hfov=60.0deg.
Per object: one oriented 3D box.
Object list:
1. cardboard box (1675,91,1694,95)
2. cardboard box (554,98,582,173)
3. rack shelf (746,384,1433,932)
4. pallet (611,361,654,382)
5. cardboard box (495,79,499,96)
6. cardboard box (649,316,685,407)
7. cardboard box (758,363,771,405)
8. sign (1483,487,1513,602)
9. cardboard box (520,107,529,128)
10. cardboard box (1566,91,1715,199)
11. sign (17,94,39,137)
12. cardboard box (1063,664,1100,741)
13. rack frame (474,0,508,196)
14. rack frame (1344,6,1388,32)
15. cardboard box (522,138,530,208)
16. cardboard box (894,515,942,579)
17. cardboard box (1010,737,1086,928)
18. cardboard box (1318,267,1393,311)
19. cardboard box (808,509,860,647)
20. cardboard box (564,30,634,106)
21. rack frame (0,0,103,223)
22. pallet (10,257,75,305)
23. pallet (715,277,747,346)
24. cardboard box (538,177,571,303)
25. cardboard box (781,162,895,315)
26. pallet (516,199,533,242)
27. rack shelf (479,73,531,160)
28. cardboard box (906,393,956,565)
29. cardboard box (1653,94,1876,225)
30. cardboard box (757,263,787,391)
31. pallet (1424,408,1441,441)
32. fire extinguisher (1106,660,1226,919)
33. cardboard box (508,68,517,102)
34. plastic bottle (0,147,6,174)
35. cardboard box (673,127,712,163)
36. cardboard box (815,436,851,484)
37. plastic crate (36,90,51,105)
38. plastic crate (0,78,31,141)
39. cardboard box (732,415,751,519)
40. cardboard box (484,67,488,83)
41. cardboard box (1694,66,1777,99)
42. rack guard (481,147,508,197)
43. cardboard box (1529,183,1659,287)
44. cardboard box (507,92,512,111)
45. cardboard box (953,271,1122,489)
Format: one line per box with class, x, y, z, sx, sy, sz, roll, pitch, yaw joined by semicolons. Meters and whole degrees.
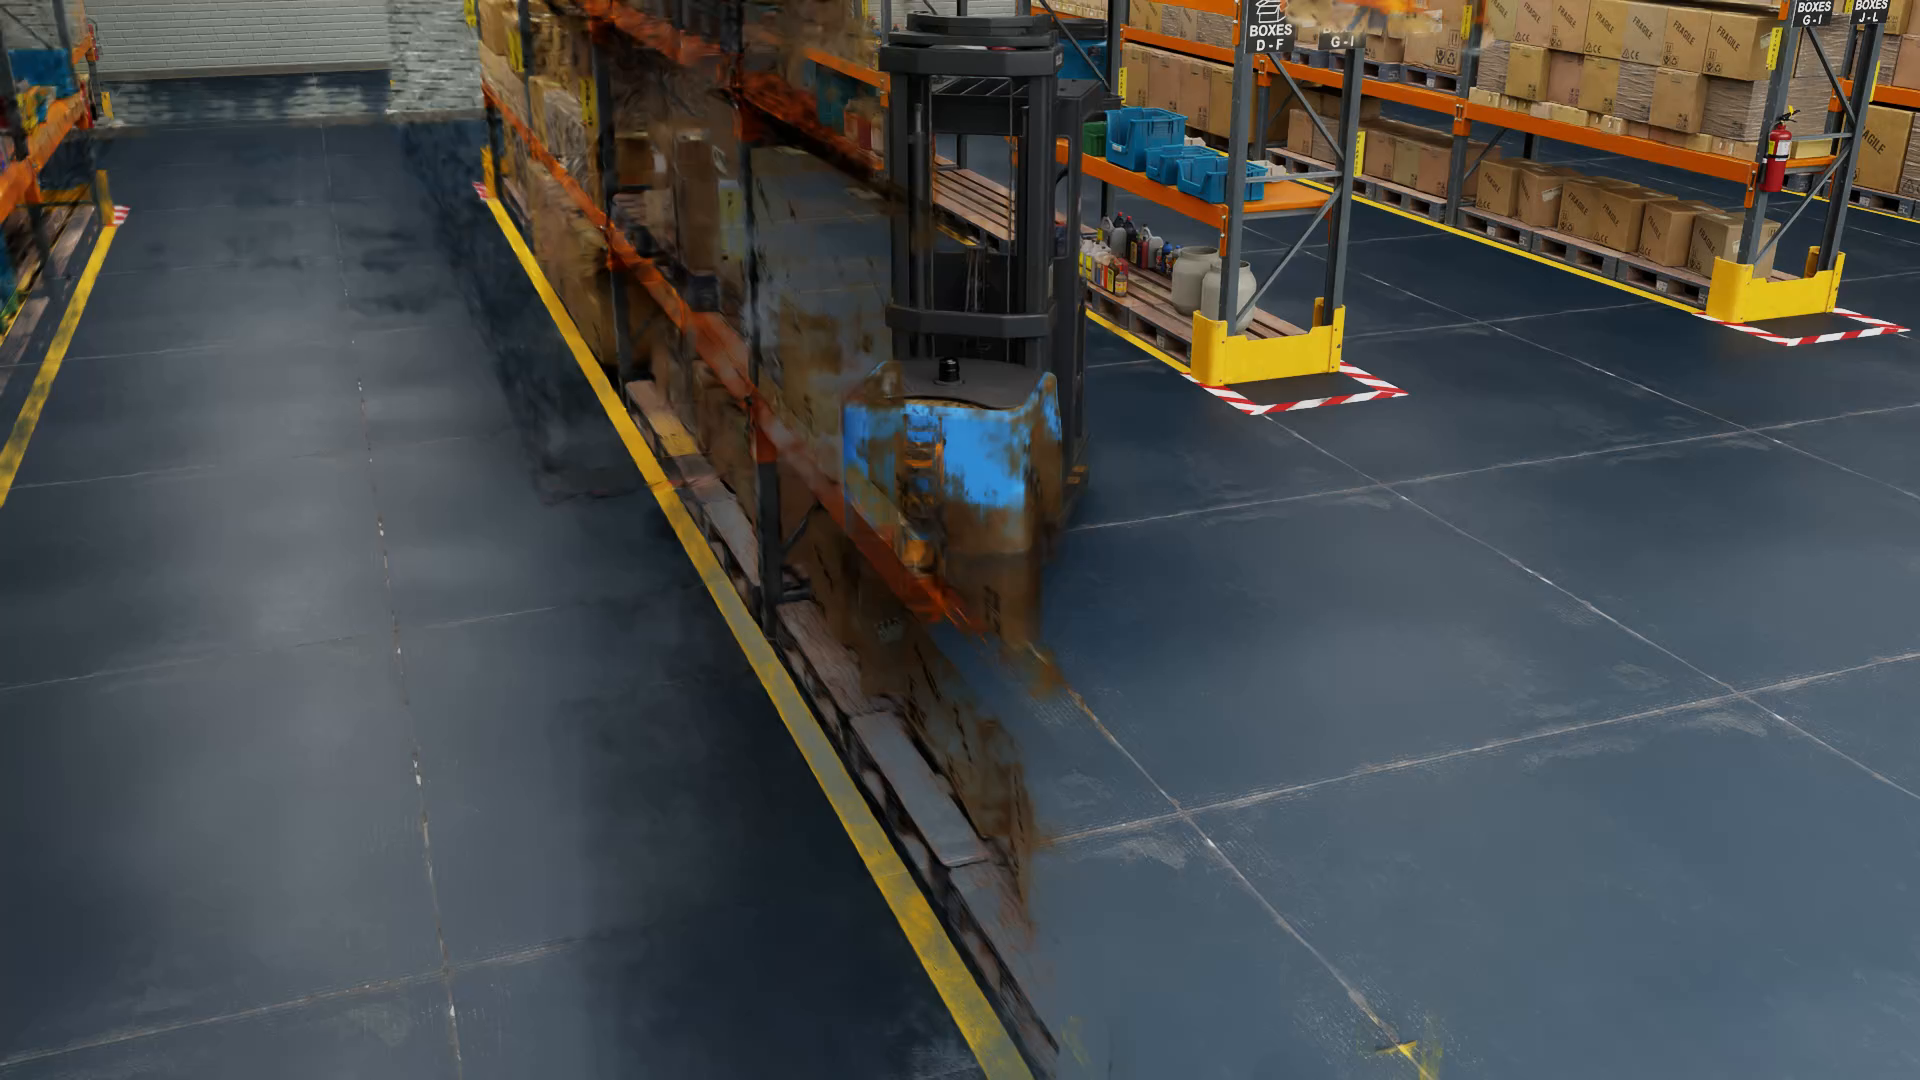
cardboard box;12.884;-7.859;24.727;0.500;0.250;0.500;-8;24;-18
cardboard box;3.287;-6.983;22.328;0.500;0.500;0.500;-8;24;-18
rack shelf;6.349;-3.725;15.653;1.077;0.370;4.000;-8;24;-19
pallet;4.022;-5.249;21.931;1.003;0.211;1.213;-8;24;-19
cardboard box;1.677;-8.387;26.110;0.380;0.149;0.250;-9;24;-20
cardboard box;4.485;-5.047;20.514;0.700;0.500;0.500;-10;25;-22
cardboard box;5.437;-4.548;17.003;0.380;0.149;0.250;-8;24;-19
sign;7.563;-3.803;13.797;0.100;0.325;0.005;-8;24;-19
cardboard box;2.402;-7.640;24.339;0.380;0.149;0.250;-8;24;-19
cardboard box;10.138;-6.114;18.977;0.700;0.500;0.500;-9;24;-20
sign;-1.302;-7.213;22.645;0.100;0.325;0.005;-8;24;-19
cardboard box;6.674;-3.380;14.232;0.380;0.149;0.250;-8;24;-19
rack frame;1.403;-9.144;27.582;1.000;3.000;0.127;-8;24;-19
rack frame;8.905;-6.881;22.213;1.000;3.000;0.127;-8;24;-19
cardboard box;2.340;-7.482;25.836;0.875;0.875;0.875;-8;24;-19
cardboard box;6.134;-3.820;15.275;0.380;0.149;0.250;-8;24;-19
cardboard box;6.608;-2.813;15.241;0.500;0.500;0.500;-2;23;-5
cardboard box;9.348;-5.487;21.261;1.050;0.750;0.750;-8;24;-18
cardboard box;5.746;-3.674;17.283;0.500;0.500;0.500;-9;25;-21
cardboard box;3.516;-7.493;22.245;0.797;0.503;0.637;-8;24;-17
rack frame;-3.230;-8.464;25.970;1.000;3.000;0.127;-8;24;-19
pallet;-2.113;-5.988;23.684;1.003;0.211;1.213;-8;24;-19
pallet;5.509;-4.993;17.981;1.003;0.211;1.213;-8;24;-19
cardboard box;3.378;-6.350;23.150;1.225;0.875;0.875;-9;25;-21
cardboard box;5.742;-5.047;16.064;0.500;0.500;0.500;-8;24;-19
pallet;2.186;-7.136;26.410;1.003;0.211;1.213;-8;24;-19
rack shelf;2.110;-8.085;25.998;1.077;0.370;4.000;-8;24;-19
cardboard box;6.462;-4.070;15.032;0.875;0.500;0.500;-8;24;-19
cardboard box;10.417;-5.855;18.196;0.875;0.550;0.550;-8;24;-19
cardboard box;5.744;-4.795;16.752;0.875;0.500;0.500;-8;24;-19
pallet;9.541;-4.856;21.000;1.003;0.211;1.213;-8;24;-19
fire extinguisher;6.665;-3.190;13.555;0.296;0.674;0.183;-8;24;-19
cardboard box;2.230;-8.070;24.846;0.500;0.250;0.500;-8;24;-17
plastic bottle;-1.251;-6.780;22.125;0.061;0.283;0.133;-8;24;-19
cardboard box;4.748;-6.097;19.683;0.700;0.500;0.500;-5;23;-11
cardboard box;5.775;-4.183;16.135;0.380;0.149;0.250;-8;24;-19
plastic crate;-2.684;-7.991;25.111;0.396;0.136;0.243;-8;24;-19
plastic crate;-1.898;-7.427;23.349;0.402;0.464;0.583;-8;24;-19
cardboard box;5.295;-4.236;18.591;0.700;0.500;0.500;-8;24;-19
cardboard box;1.312;-8.761;26.997;0.380;0.149;0.250;-9;24;-20
cardboard box;13.092;-7.899;24.178;0.500;0.250;0.500;-8;24;-19
rack guard;1.395;-8.001;28.088;1.175;0.500;0.348;-8;24;-19
cardboard box;9.884;-5.626;19.108;0.500;0.500;0.500;-8;24;-19
cardboard box;2.038;-8.014;25.226;0.380;0.149;0.250;-8;24;-18
cardboard box;6.448;-4.321;14.340;0.500;0.500;0.500;-8;24;-19
